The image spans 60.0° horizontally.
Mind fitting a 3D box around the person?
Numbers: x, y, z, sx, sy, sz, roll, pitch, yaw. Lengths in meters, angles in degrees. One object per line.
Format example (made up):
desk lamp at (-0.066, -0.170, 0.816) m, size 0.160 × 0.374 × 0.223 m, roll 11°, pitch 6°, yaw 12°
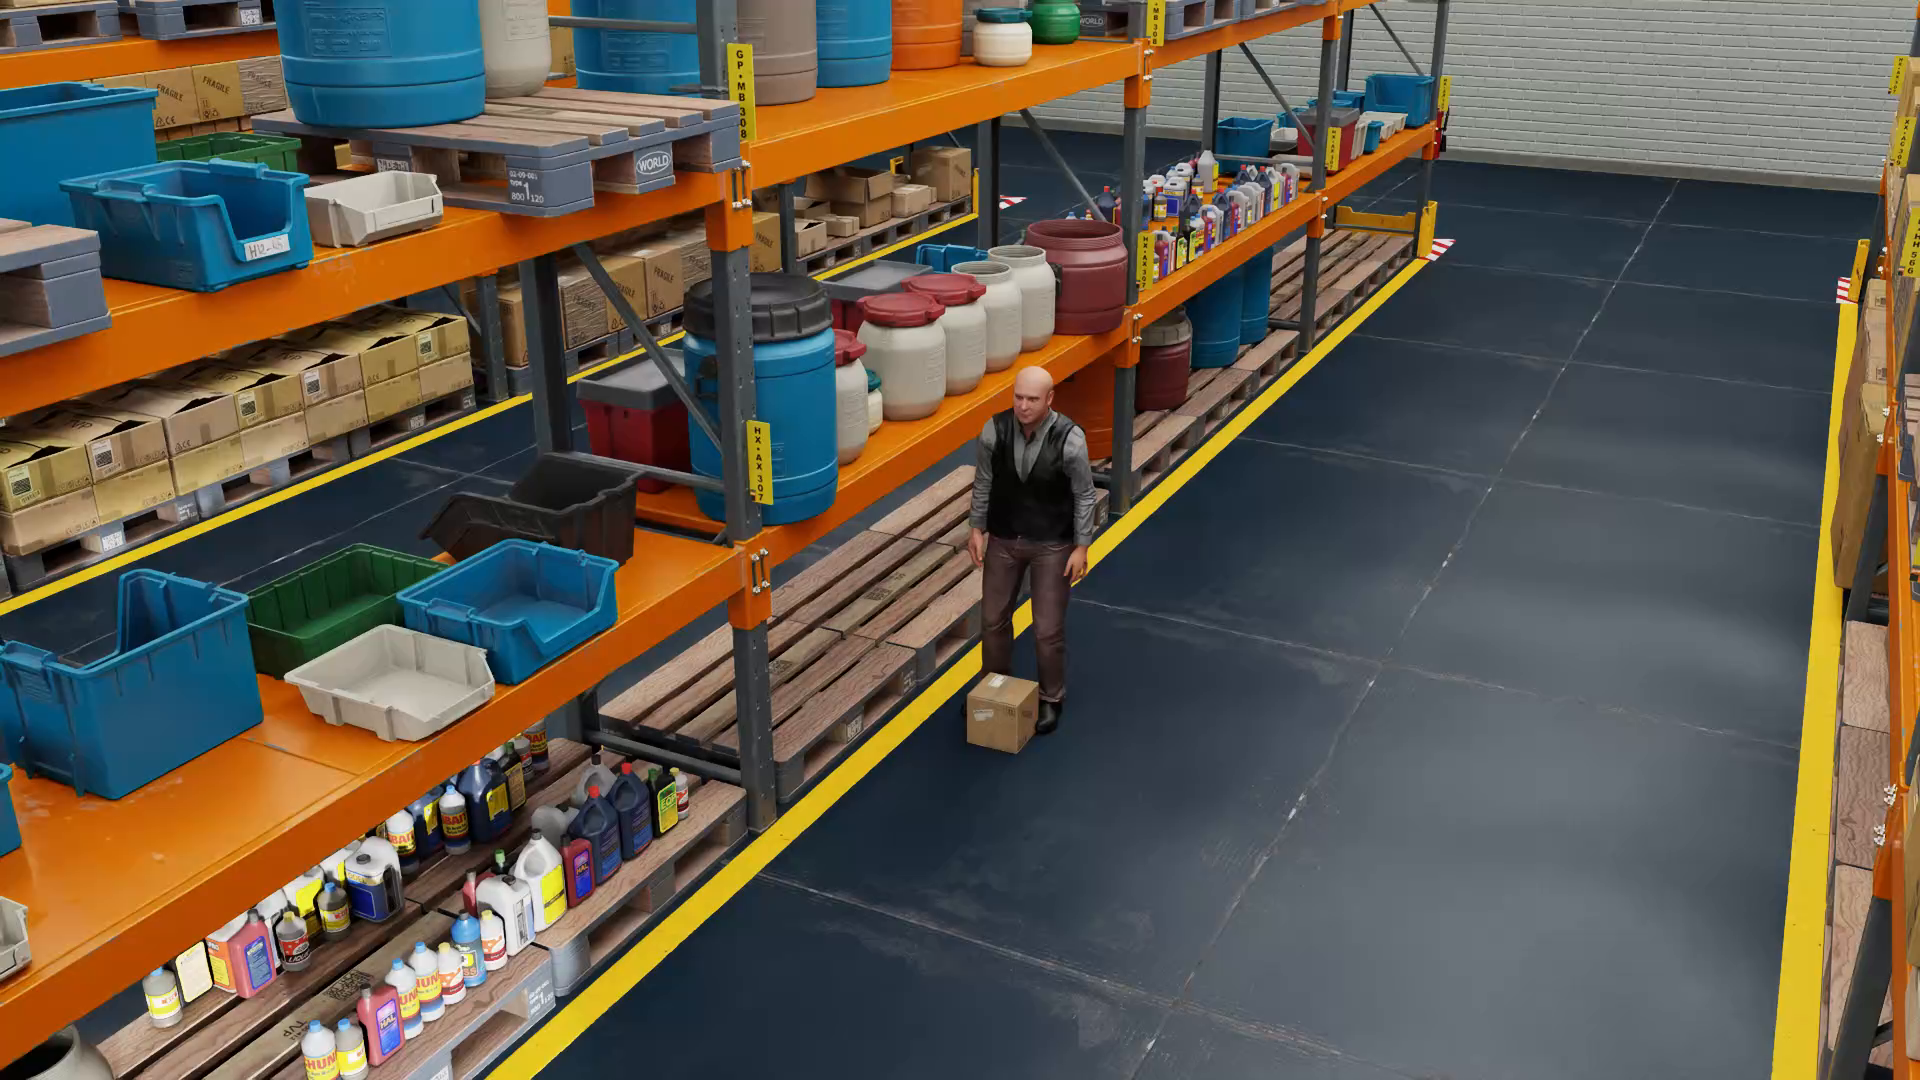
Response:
person at (0.325, 0.017, 7.584) m, size 0.594 × 1.721 × 0.415 m, roll 10°, pitch 24°, yaw 22°
